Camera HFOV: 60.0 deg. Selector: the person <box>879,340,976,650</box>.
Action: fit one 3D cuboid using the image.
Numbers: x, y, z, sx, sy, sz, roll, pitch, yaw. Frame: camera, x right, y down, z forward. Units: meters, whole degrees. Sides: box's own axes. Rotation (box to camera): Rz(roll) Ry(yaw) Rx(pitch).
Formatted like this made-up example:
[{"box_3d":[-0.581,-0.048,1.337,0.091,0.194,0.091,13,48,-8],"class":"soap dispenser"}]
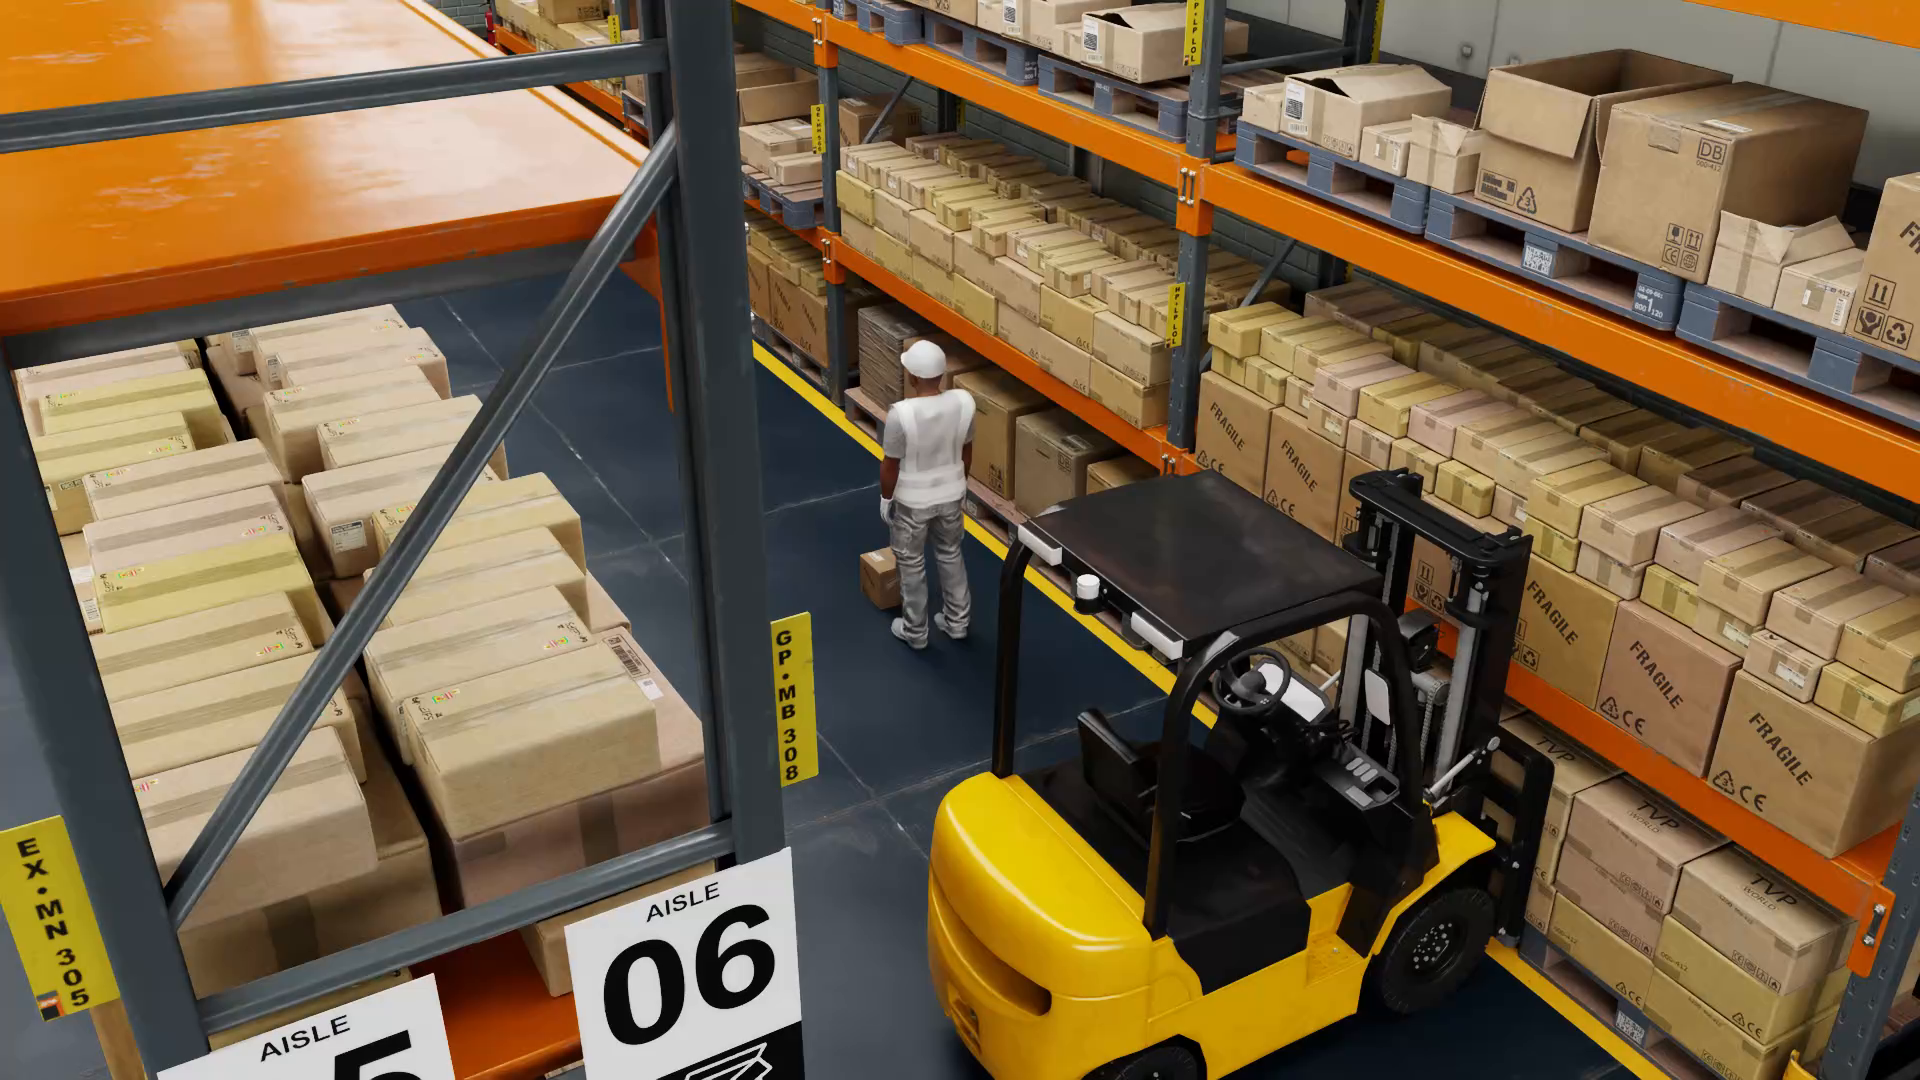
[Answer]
[{"box_3d":[-0.186,-0.236,8.998,0.545,1.803,0.350,-15,32,-25],"class":"person"}]
